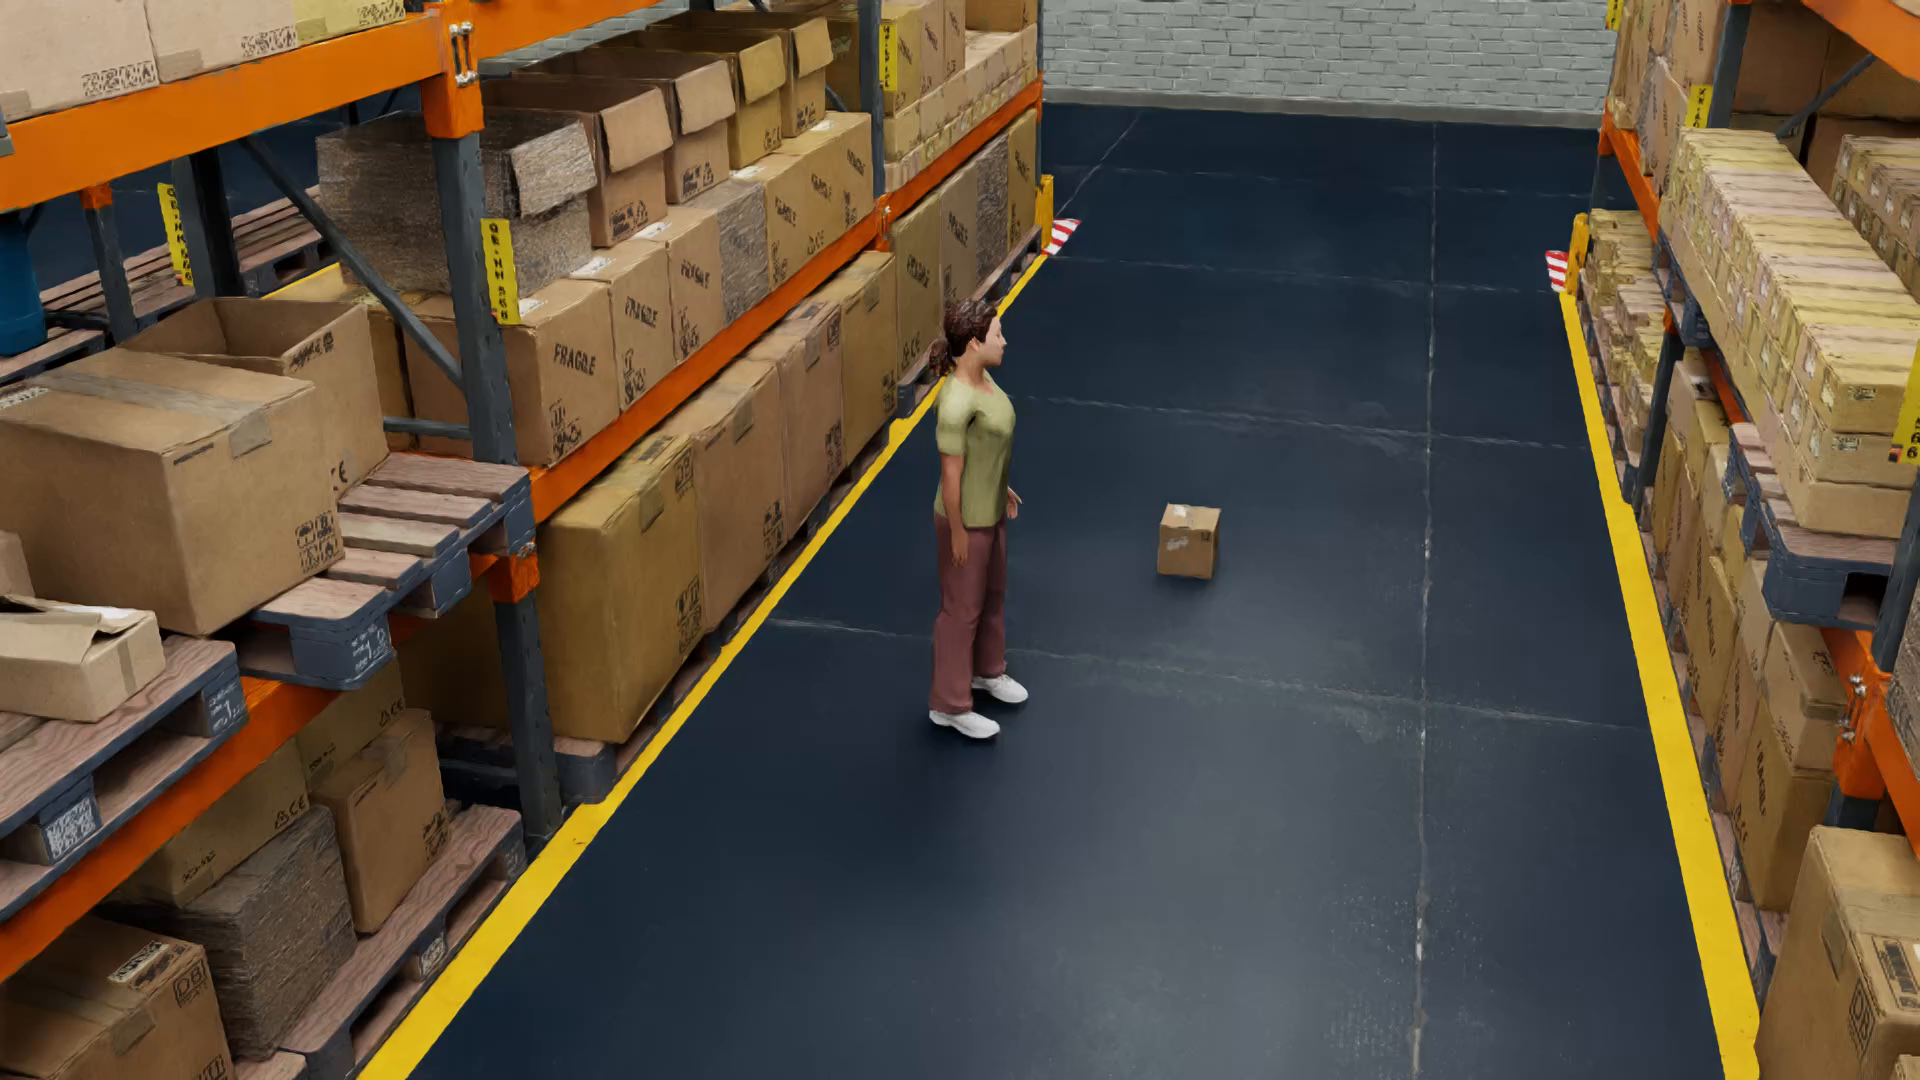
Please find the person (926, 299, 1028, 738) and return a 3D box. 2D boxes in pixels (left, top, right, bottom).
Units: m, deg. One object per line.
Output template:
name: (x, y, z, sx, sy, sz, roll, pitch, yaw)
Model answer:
person: (0.079, -0.088, 6.257, 0.363, 1.670, 0.481, 6, 26, 12)
